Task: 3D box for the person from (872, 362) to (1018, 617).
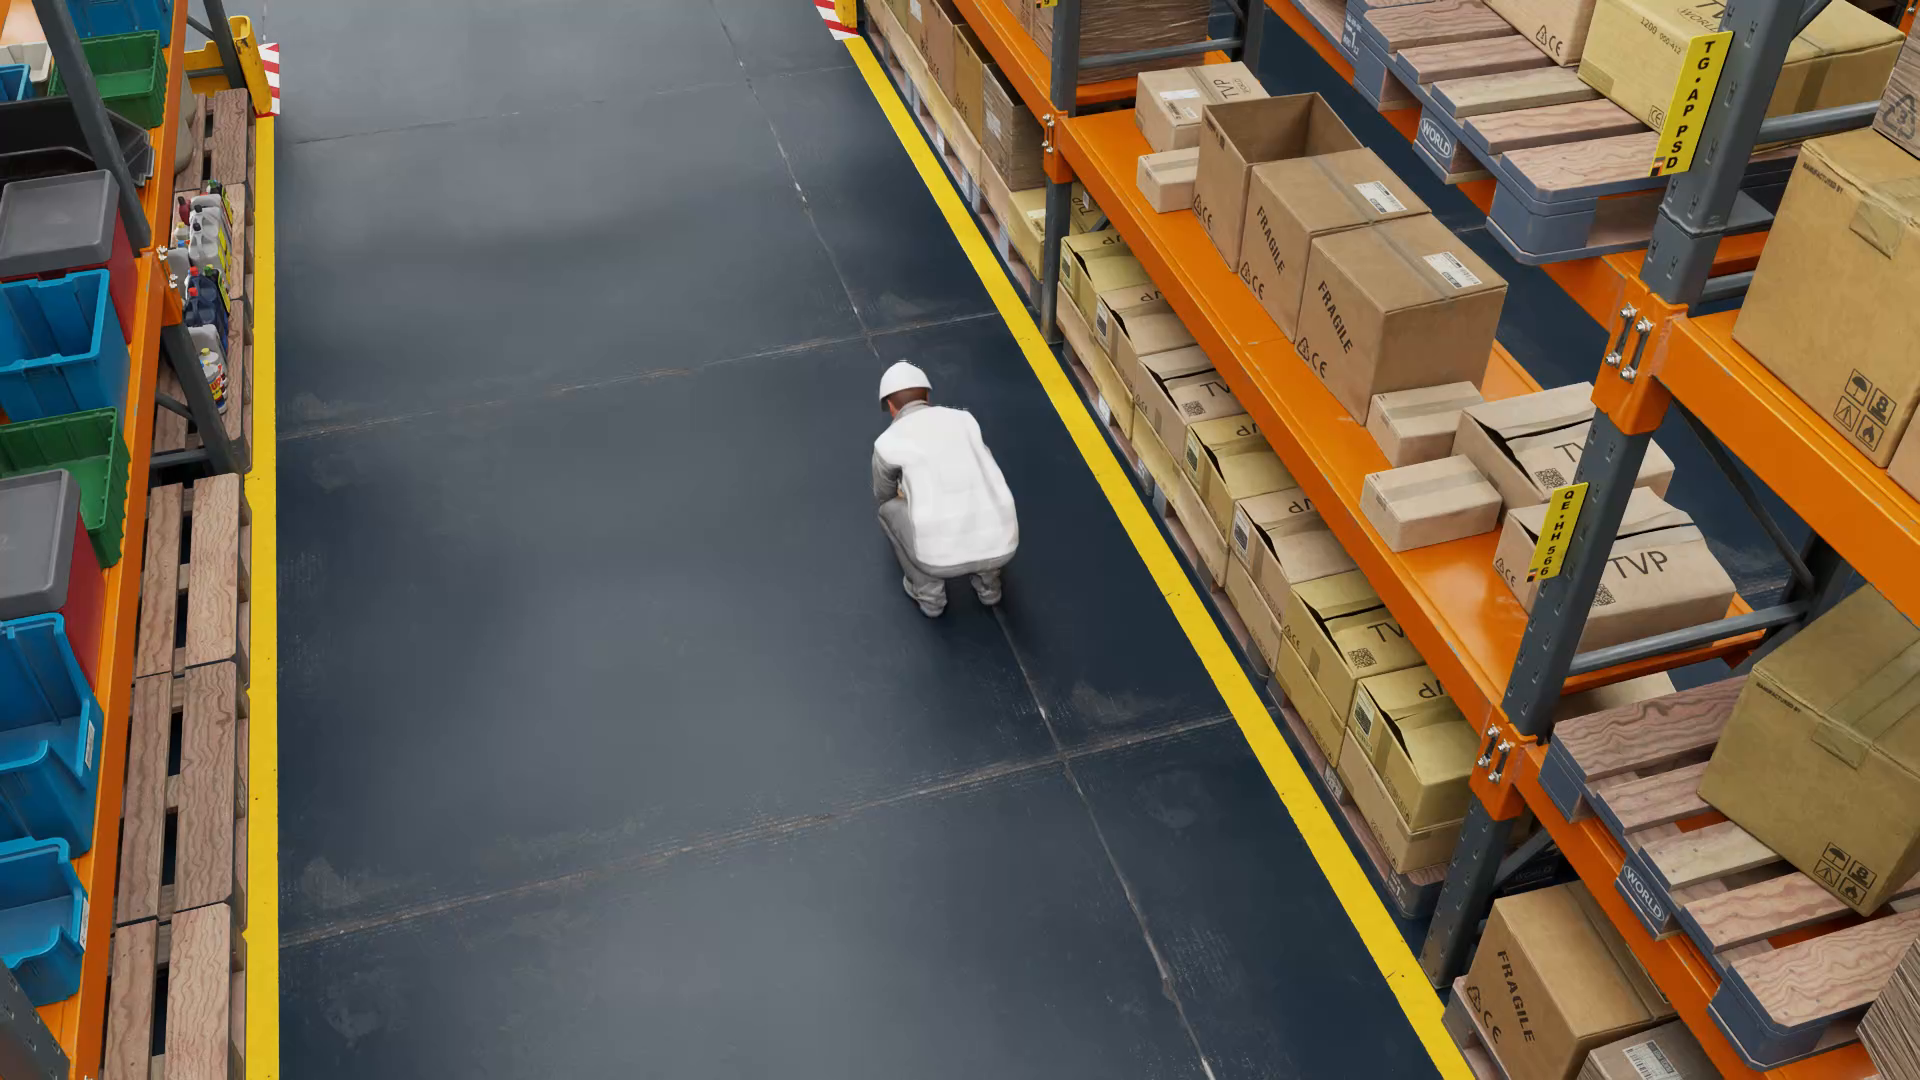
[{"bbox_3d":[-0.082,-0.191,7.064,0.527,0.871,0.927,-12,43,-13],"label":"person"}]
